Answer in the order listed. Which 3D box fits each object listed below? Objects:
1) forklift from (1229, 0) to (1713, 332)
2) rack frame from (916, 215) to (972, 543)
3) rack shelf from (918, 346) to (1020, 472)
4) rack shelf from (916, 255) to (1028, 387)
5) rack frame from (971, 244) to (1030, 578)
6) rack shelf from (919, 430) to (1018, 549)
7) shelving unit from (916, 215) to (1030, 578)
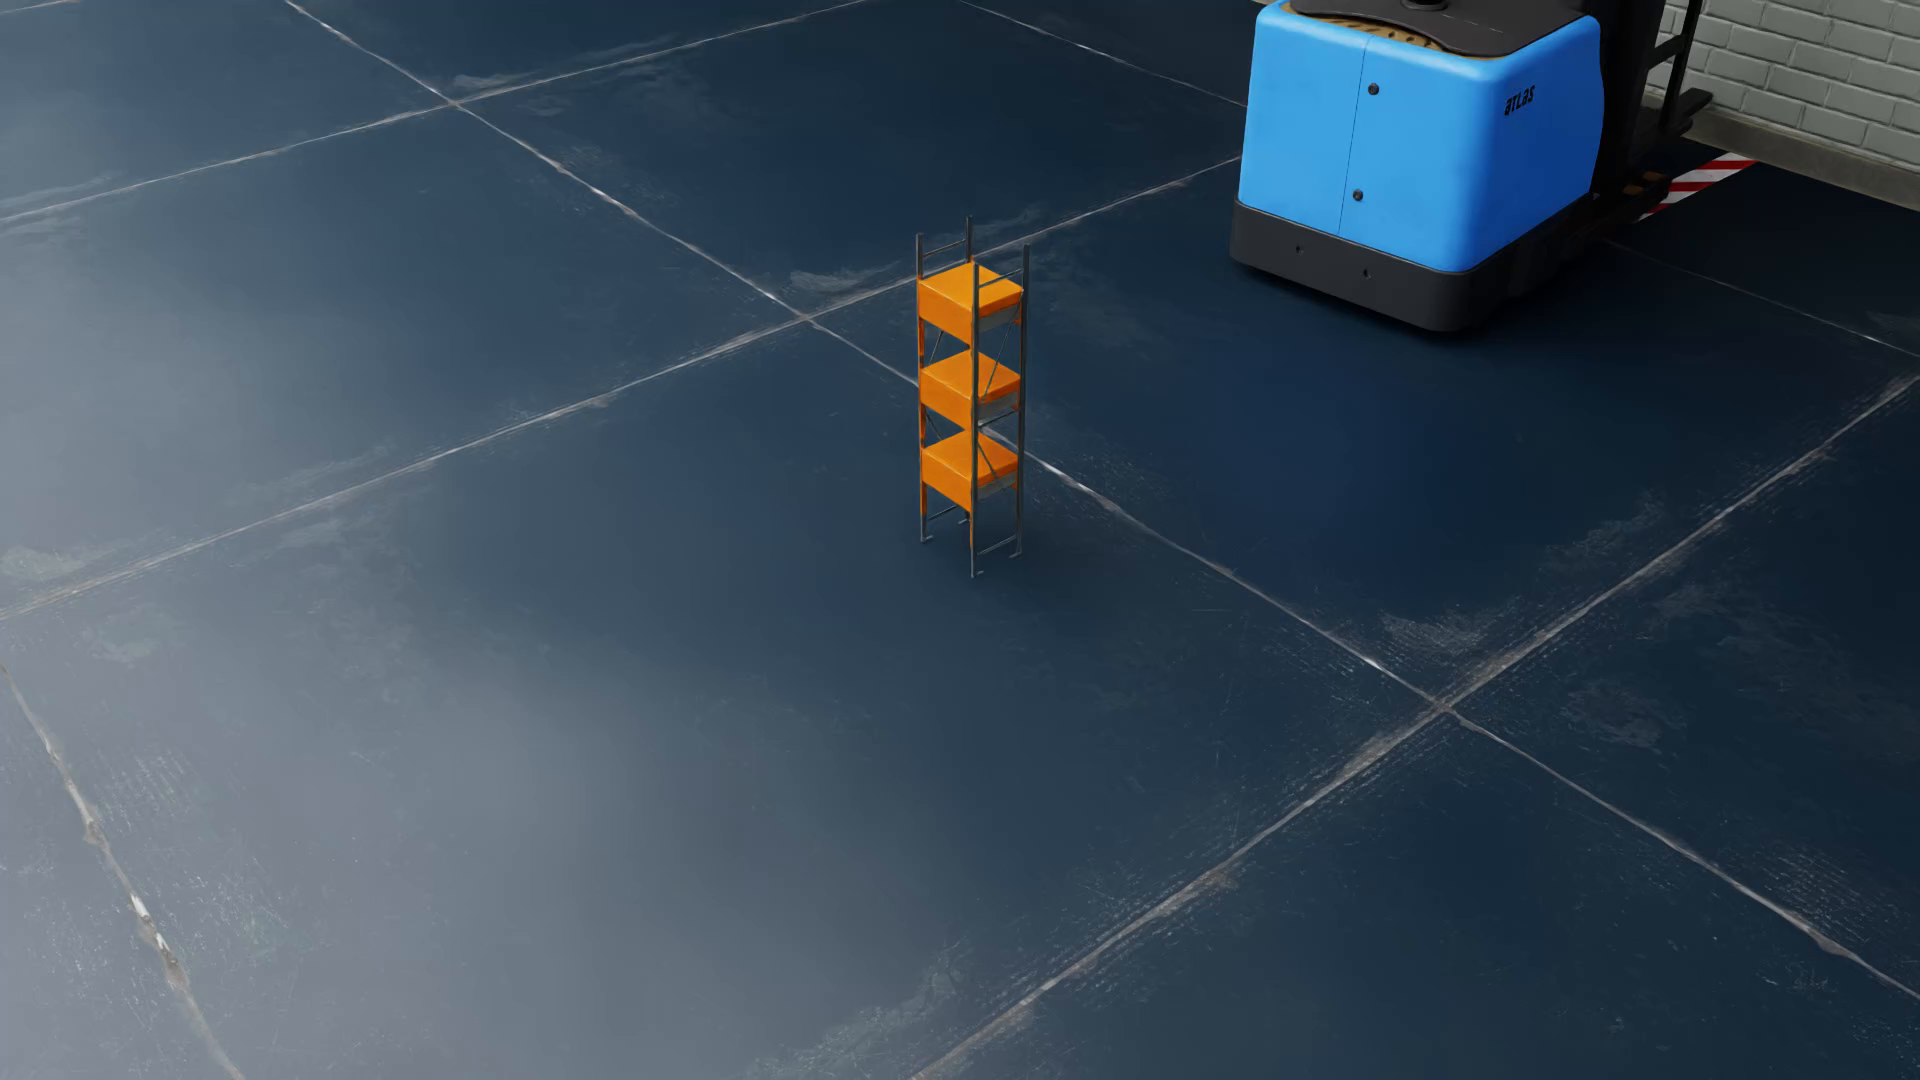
[{"bbox_3d":[2.463,-2.737,6.579,1.130,2.935,3.031,28,44,34],"label":"forklift"},{"bbox_3d":[-0.044,-0.459,4.989,0.200,1.050,0.008,-26,43,-32],"label":"rack frame"},{"bbox_3d":[0.035,-0.396,4.919,0.215,0.259,0.240,-26,43,-32],"label":"rack shelf"},{"bbox_3d":[0.035,-0.628,4.755,0.215,0.259,0.240,-26,43,-32],"label":"rack shelf"},{"bbox_3d":[0.113,-0.351,4.837,0.200,1.050,0.008,-26,43,-32],"label":"rack frame"},{"bbox_3d":[0.035,-0.169,5.080,0.215,0.259,0.240,-26,43,-32],"label":"rack shelf"},{"bbox_3d":[0.035,-0.405,4.913,0.215,1.050,0.252,-26,43,-32],"label":"shelving unit"}]
